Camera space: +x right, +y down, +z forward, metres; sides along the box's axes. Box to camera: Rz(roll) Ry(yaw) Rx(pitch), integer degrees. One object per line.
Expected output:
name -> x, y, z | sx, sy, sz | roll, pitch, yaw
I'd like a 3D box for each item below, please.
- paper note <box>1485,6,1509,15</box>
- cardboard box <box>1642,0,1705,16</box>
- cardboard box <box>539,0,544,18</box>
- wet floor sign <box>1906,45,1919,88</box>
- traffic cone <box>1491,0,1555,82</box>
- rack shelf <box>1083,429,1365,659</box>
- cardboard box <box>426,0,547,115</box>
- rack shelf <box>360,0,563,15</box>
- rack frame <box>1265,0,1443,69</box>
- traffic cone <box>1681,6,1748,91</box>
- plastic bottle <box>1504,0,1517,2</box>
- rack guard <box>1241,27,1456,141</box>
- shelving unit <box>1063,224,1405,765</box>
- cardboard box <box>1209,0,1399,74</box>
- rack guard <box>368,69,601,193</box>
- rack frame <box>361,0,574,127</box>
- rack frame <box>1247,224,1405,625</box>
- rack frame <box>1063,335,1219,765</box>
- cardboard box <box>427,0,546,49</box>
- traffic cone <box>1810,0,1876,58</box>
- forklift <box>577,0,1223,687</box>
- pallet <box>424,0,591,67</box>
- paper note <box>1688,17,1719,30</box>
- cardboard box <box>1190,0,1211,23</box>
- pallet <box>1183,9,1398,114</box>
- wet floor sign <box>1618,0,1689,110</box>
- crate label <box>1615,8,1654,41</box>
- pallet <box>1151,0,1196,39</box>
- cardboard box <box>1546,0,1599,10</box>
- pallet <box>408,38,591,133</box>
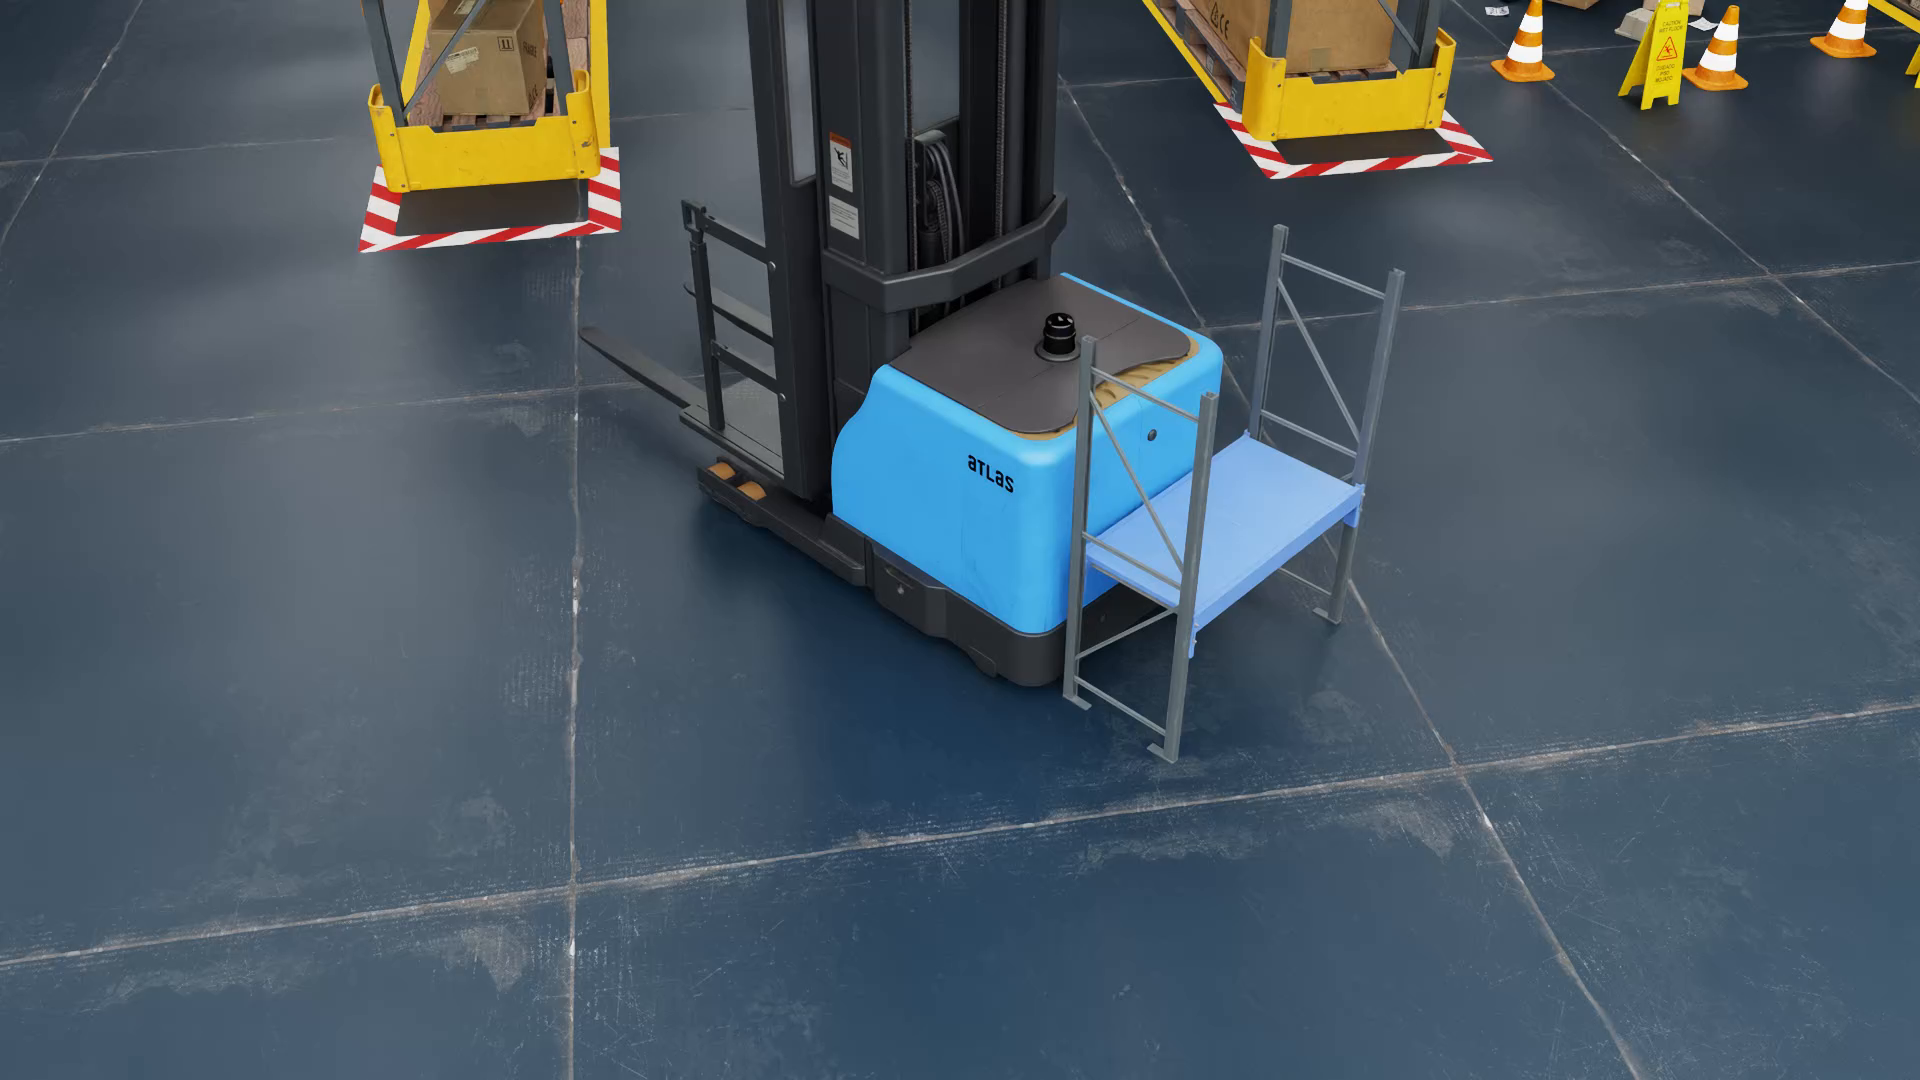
paper note -> 3.683, -3.631, 11.401 | 0.144, 0.017, 0.142 | 6, 38, 8
cardboard box -> 4.916, -3.742, 11.445 | 0.380, 0.149, 0.250 | 13, 40, 16
cardboard box -> -2.944, -3.523, 10.535 | 0.500, 0.500, 0.500 | -3, 38, -4
wet floor sign -> 6.115, -3.134, 10.258 | 0.267, 0.644, 0.232 | 6, 38, 8
traffic cone -> 3.584, -3.172, 10.455 | 0.336, 0.463, 0.334 | -6, 38, -8
rack shelf -> 0.913, -0.012, 5.836 | 0.538, 0.185, 1.000 | 30, 47, 33
cardboard box -> -2.715, -2.785, 9.585 | 0.500, 0.500, 0.500 | 0, 38, 1
rack shelf -> -2.972, -4.151, 10.235 | 1.077, 0.370, 4.000 | -6, 38, -8
rack frame -> 2.279, -3.700, 9.067 | 1.000, 3.000, 0.127 | -6, 38, -8
traffic cone -> 4.756, -3.088, 10.347 | 0.336, 0.463, 0.334 | -6, 38, -8
plastic bottle -> 3.790, -3.848, 11.653 | 0.133, 0.061, 0.283 | -20, 42, -23
rack guard -> 2.283, -2.698, 9.816 | 1.175, 0.500, 0.348 | -6, 38, -8
shelving unit -> 0.913, -0.154, 5.726 | 0.538, 1.500, 1.048 | 30, 47, 33
cardboard box -> 2.095, -3.429, 10.109 | 0.875, 0.875, 0.875 | -6, 38, -8
rack guard -> -2.635, -2.286, 9.285 | 1.175, 0.500, 0.348 | -6, 38, -8
rack frame -> -2.622, -3.227, 8.459 | 1.000, 3.000, 0.127 | -6, 38, -8
rack frame -> 1.263, -0.380, 6.017 | 0.500, 1.500, 0.032 | 30, 47, 33
rack frame -> 0.564, 0.072, 5.434 | 0.500, 1.500, 0.032 | 30, 47, 33
cardboard box -> -2.853, -3.143, 10.045 | 0.500, 0.500, 0.500 | 3, 38, 4
traffic cone -> 5.789, -3.413, 10.765 | 0.336, 0.463, 0.334 | -6, 38, -8
forklift -> -0.447, -1.430, 6.202 | 3.031, 2.935, 1.130 | 31, 48, 34
pallet -> -2.953, -3.402, 10.957 | 1.003, 0.211, 1.213 | -6, 38, -8
paper note -> 5.009, -3.478, 11.202 | 0.148, 0.019, 0.142 | -20, 42, -23
cardboard box -> 1.939, -3.960, 10.792 | 0.875, 0.875, 0.875 | -7, 38, -9
pallet -> 2.062, -3.073, 10.534 | 1.003, 0.211, 1.213 | -6, 38, -8
wet floor sign -> 4.234, -2.966, 10.041 | 0.267, 0.644, 0.232 | -13, 40, -16
crate label -> 4.557, -3.427, 11.050 | 0.250, 0.136, 0.298 | -27, 45, -31
pallet -> 1.851, -3.809, 11.480 | 1.003, 0.211, 1.213 | -6, 38, -8
cardboard box -> 4.334, -4.096, 11.612 | 0.637, 0.503, 0.797 | 27, 45, 30
pallet -> -2.743, -2.667, 10.010 | 1.003, 0.211, 1.213 | -6, 38, -8
